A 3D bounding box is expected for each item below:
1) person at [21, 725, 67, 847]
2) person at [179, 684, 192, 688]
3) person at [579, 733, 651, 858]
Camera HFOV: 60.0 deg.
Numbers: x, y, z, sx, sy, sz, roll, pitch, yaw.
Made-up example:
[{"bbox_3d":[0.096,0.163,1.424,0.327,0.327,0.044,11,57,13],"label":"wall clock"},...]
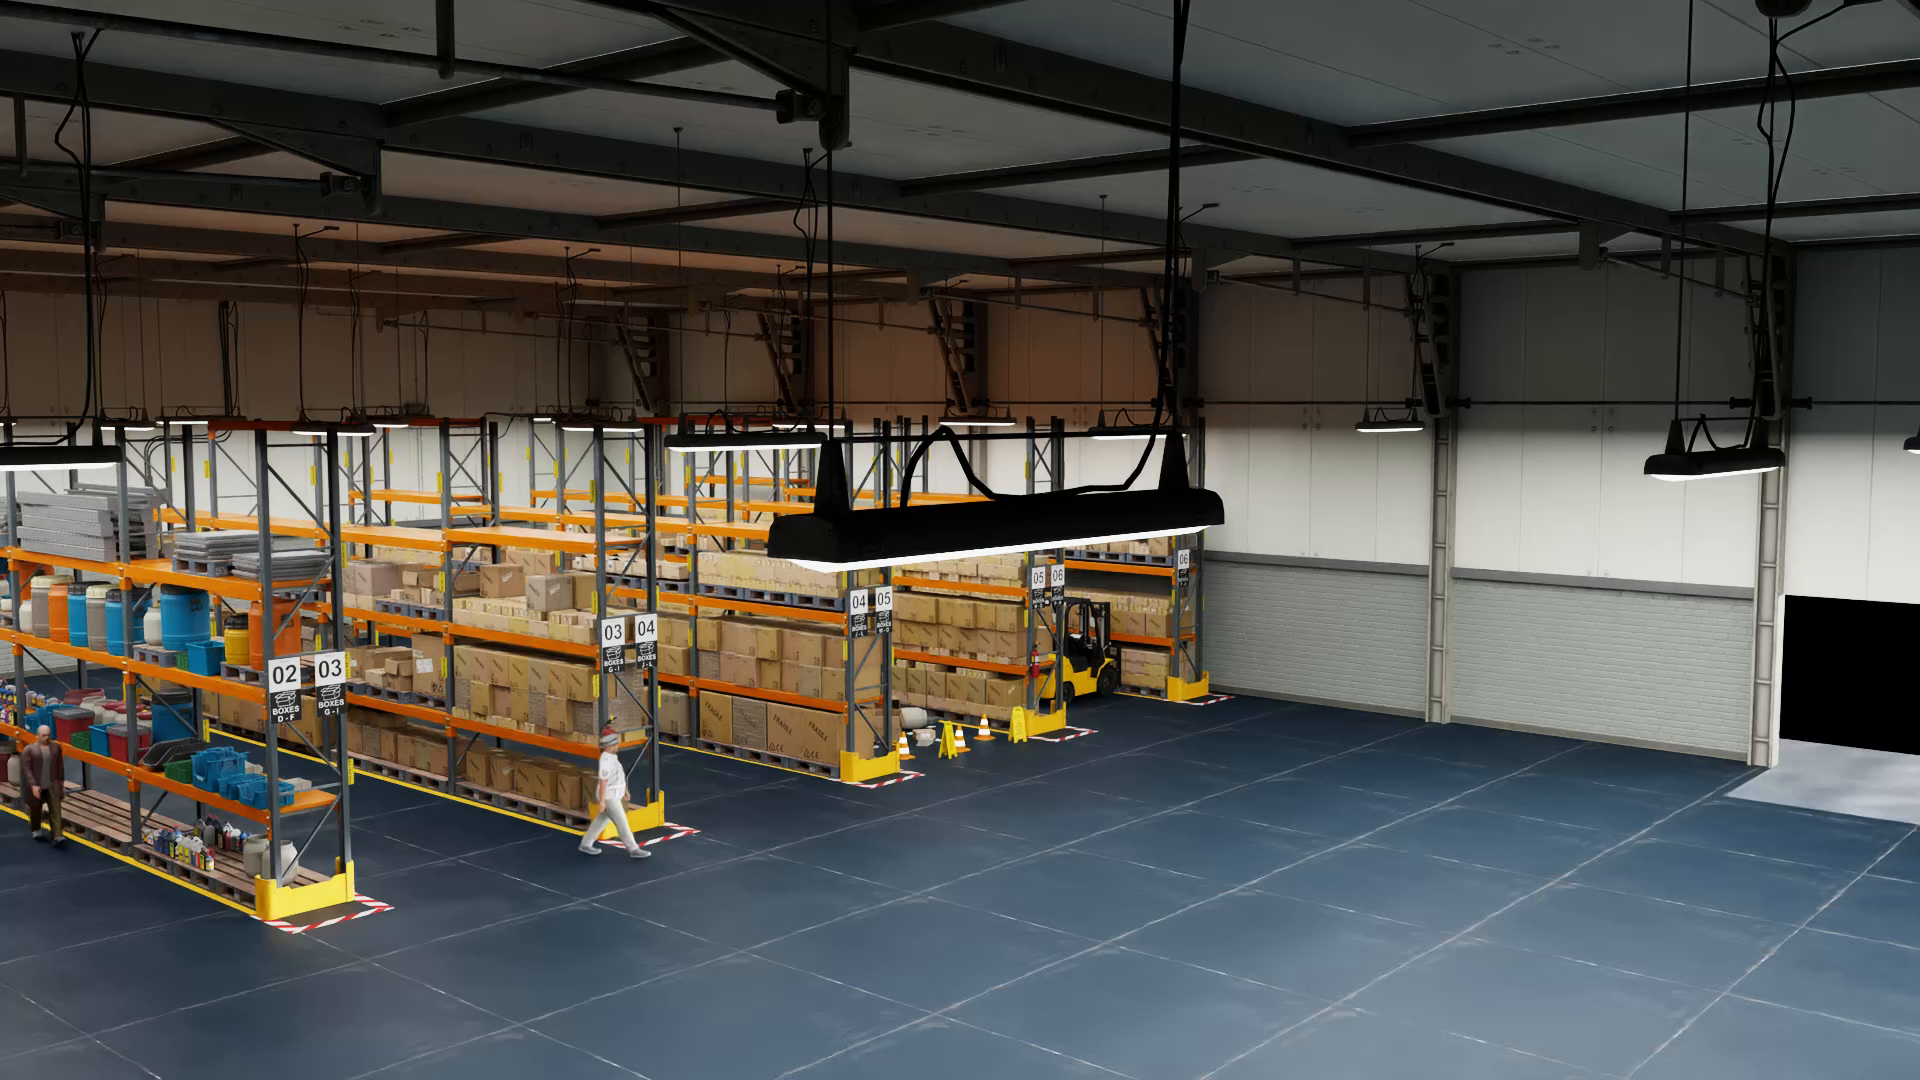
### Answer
[{"bbox_3d":[-13.070,3.502,23.773,0.576,1.699,1.216,-4,6,-40],"label":"person"},{"bbox_3d":[-13.483,3.132,28.934,0.888,1.553,0.396,3,6,32],"label":"person"},{"bbox_3d":[-4.787,3.531,23.093,1.070,1.707,0.628,0,5,3],"label":"person"}]
